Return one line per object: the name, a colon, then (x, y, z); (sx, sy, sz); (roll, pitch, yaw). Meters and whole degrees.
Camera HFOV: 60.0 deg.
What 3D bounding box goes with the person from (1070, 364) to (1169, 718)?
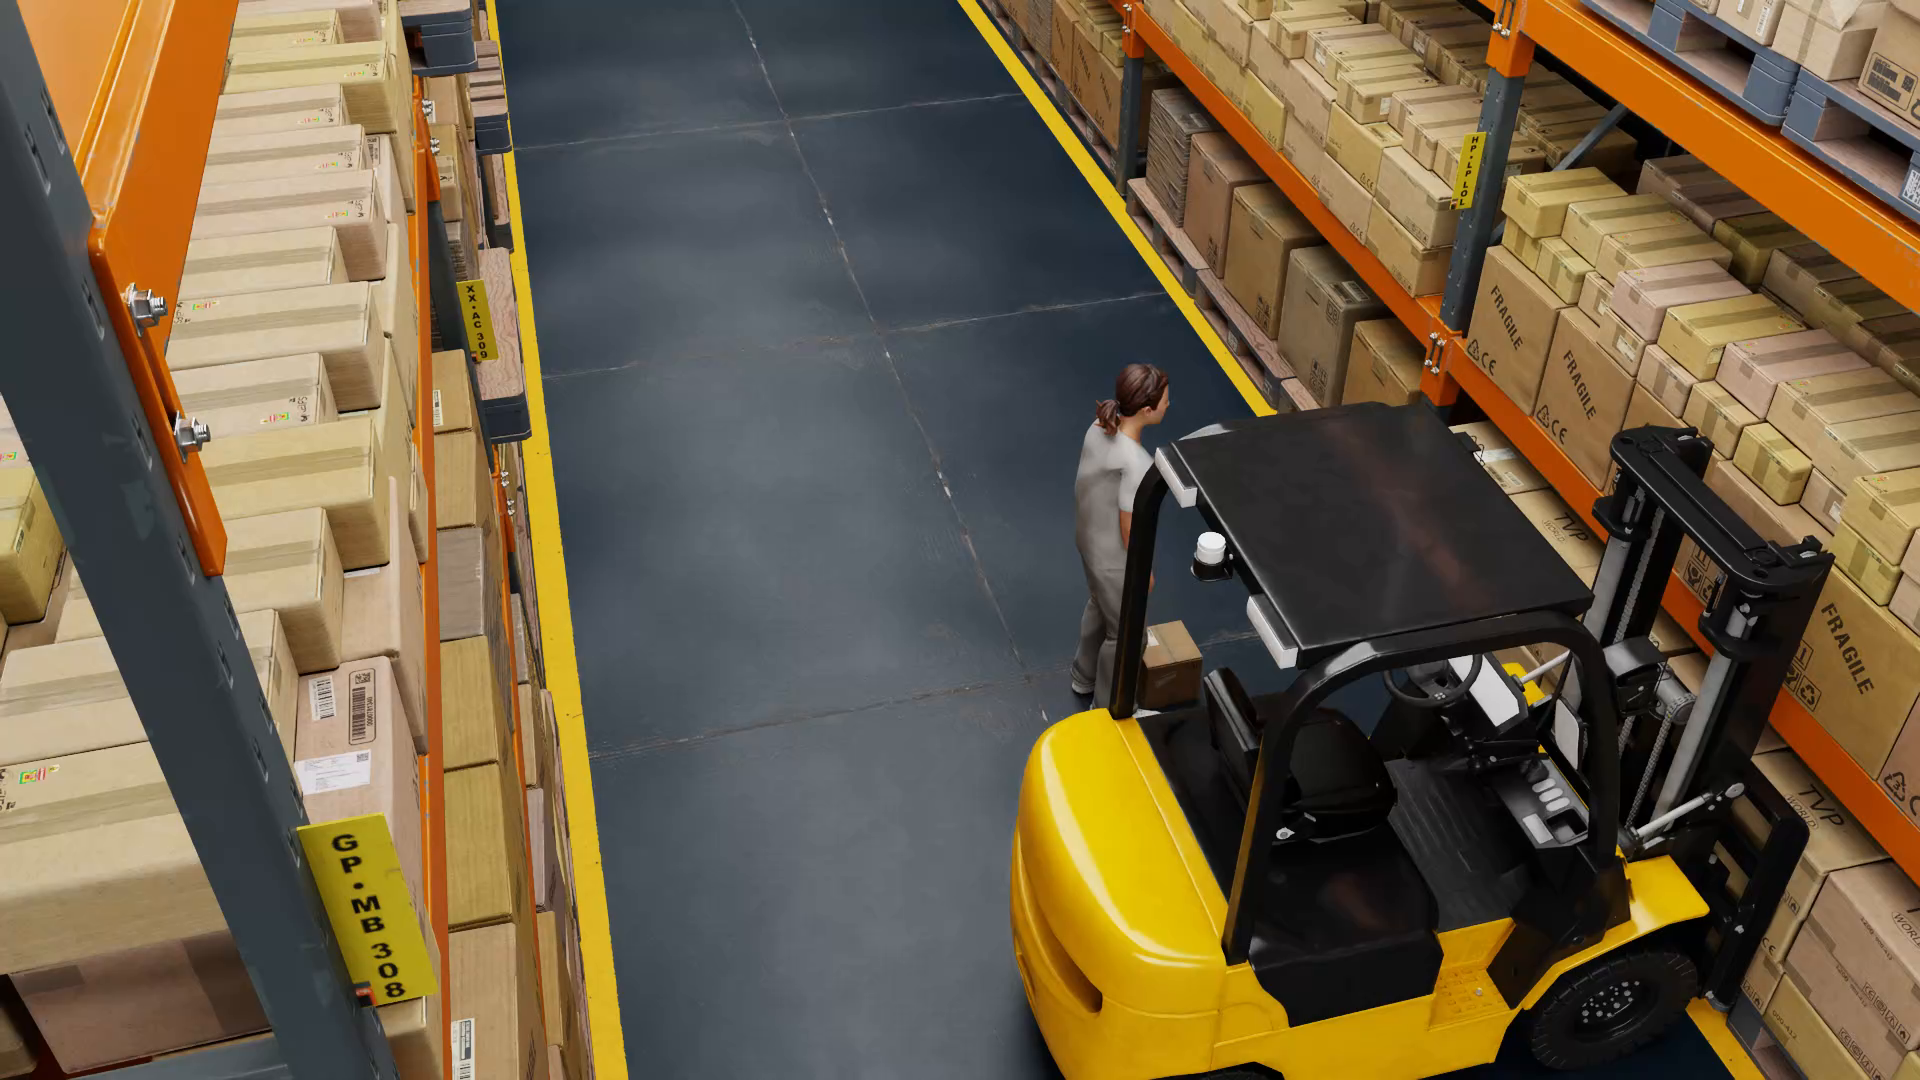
person: (0.640, 0.029, 6.678); (0.357, 1.673, 0.486); (-9, 39, -11)
